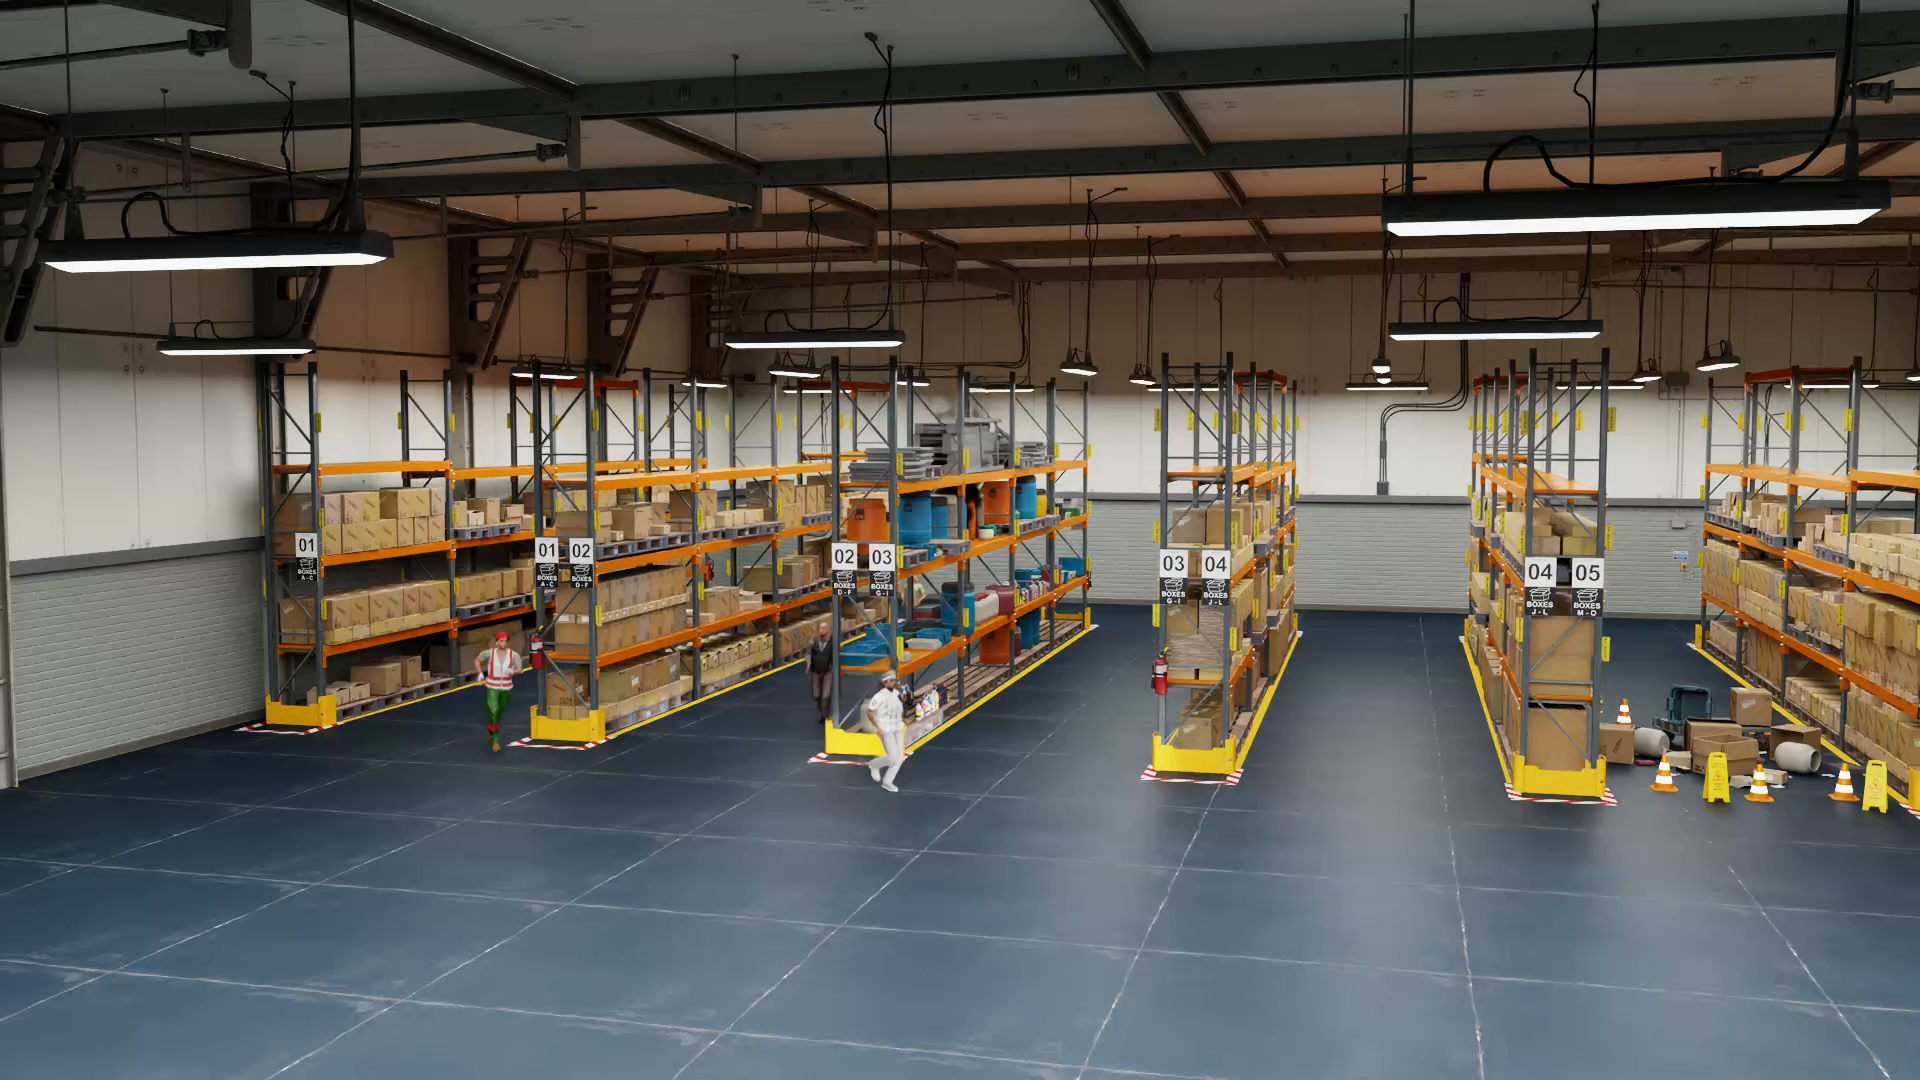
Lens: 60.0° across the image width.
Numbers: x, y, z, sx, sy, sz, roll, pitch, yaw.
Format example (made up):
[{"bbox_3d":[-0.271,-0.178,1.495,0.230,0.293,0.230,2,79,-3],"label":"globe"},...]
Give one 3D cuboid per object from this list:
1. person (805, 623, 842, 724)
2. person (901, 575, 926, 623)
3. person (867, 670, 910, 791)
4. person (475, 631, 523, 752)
[{"bbox_3d":[-2.274,2.215,27.803,0.659,1.679,0.586,0,4,4],"label":"person"},{"bbox_3d":[-1.067,1.534,37.707,0.586,1.628,0.753,1,4,7],"label":"person"},{"bbox_3d":[-0.955,2.592,22.665,0.561,1.662,0.584,4,5,43],"label":"person"},{"bbox_3d":[-7.042,2.273,25.488,0.667,1.761,1.012,-2,5,-28],"label":"person"}]
